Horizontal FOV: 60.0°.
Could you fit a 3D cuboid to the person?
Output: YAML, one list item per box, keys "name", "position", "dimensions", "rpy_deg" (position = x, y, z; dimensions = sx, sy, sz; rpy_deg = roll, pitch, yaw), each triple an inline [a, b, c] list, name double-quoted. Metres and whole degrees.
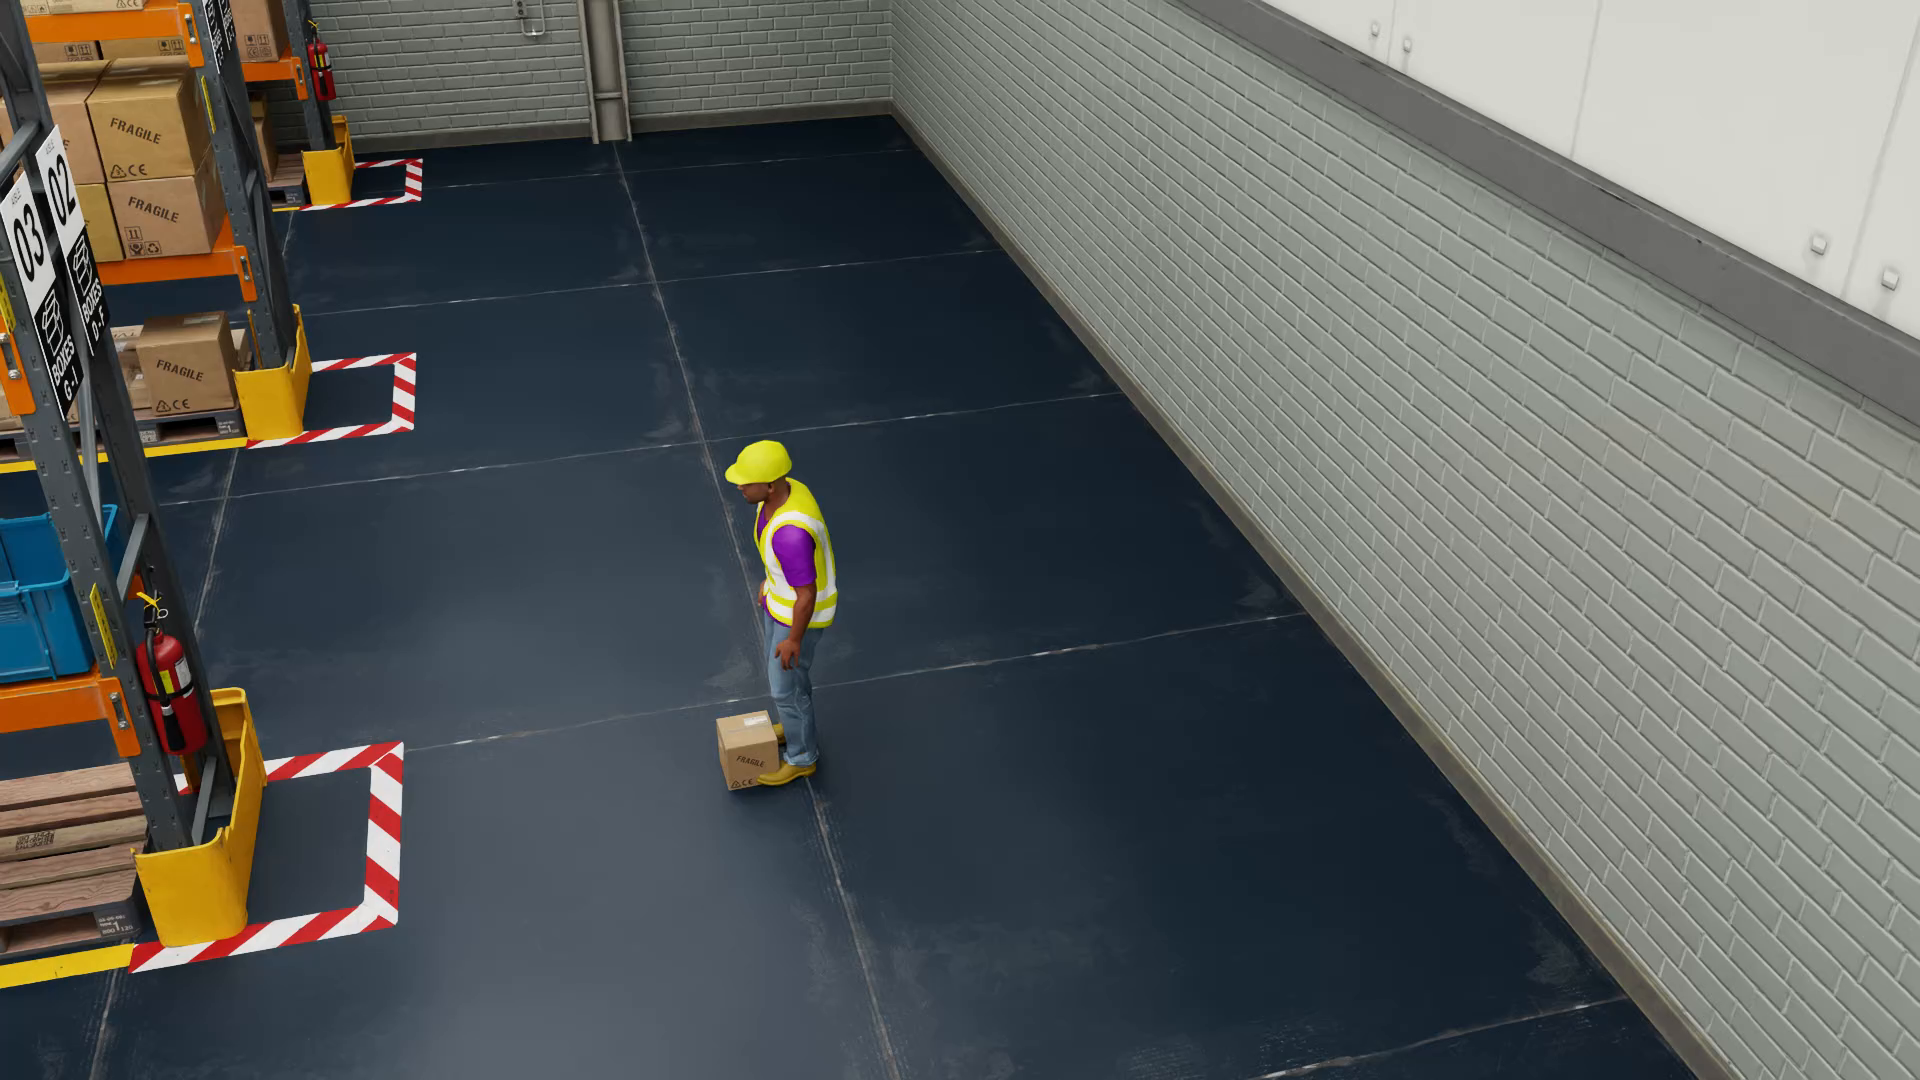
- name: "person"
  position: [-0.803, 0.321, 7.670]
  dimensions: [0.457, 1.758, 0.626]
  rpy_deg: [-8, 31, -13]
